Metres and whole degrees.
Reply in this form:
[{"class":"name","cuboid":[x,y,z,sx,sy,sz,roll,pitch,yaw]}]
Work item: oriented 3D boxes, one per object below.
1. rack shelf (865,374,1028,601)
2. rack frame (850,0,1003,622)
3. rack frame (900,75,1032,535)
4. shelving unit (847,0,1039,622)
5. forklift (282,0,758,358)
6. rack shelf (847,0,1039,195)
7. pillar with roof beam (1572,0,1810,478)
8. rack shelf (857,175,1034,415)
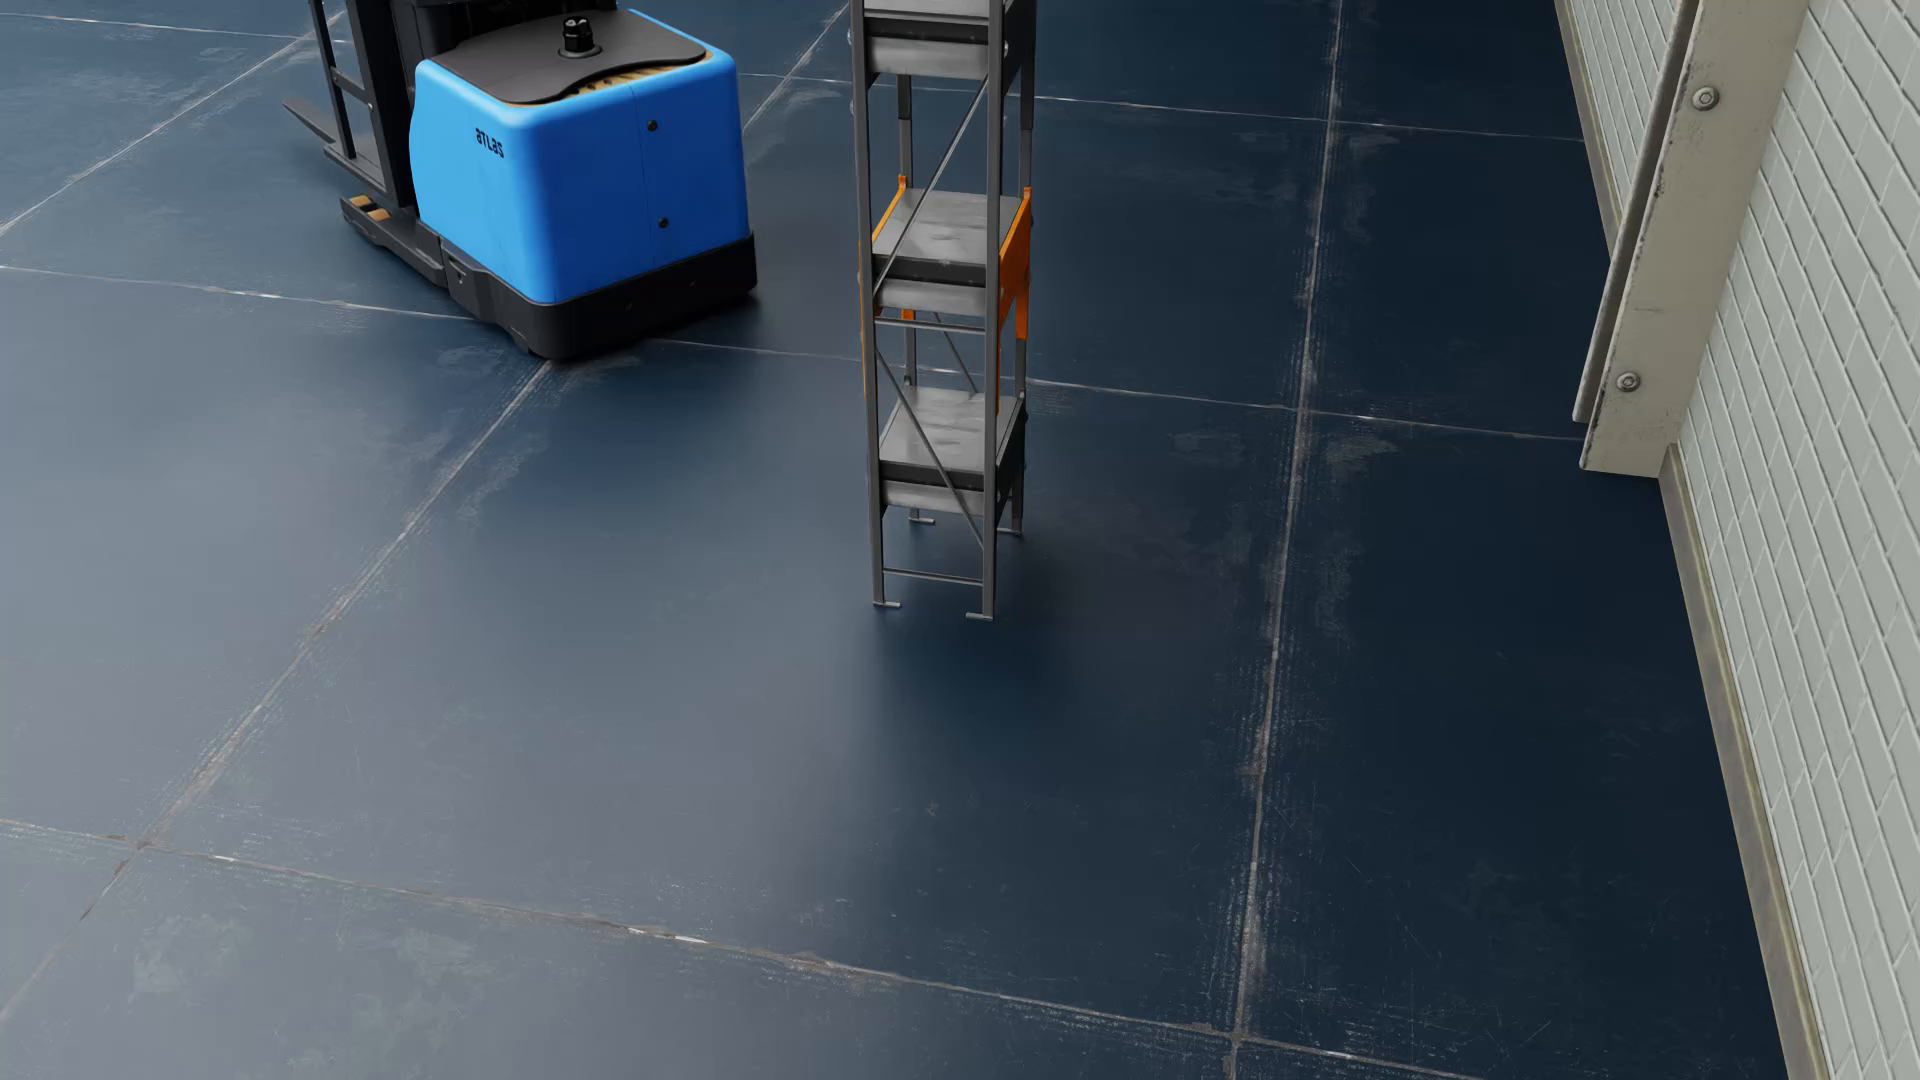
[{"class":"rack shelf","cuboid":[-0.035,-0.177,5.422,0.431,0.518,0.480,7,37,10]},{"class":"rack frame","cuboid":[-0.087,-0.615,4.810,0.400,2.100,0.015,7,37,10]},{"class":"rack frame","cuboid":[0.017,-0.895,5.196,0.400,2.100,0.015,7,37,10]},{"class":"shelving unit","cuboid":[-0.035,-0.755,5.003,0.431,2.100,0.503,7,37,10]},{"class":"forklift","cuboid":[-2.211,-2.700,6.978,1.130,2.935,3.031,-27,44,-32]},{"class":"rack shelf","cuboid":[-0.035,-1.311,4.600,0.431,0.518,0.480,7,37,10]},{"class":"pillar with roof beam","cuboid":[-1.732,-4.538,4.343,9.100,9.000,0.400,7,37,10]},{"class":"rack shelf","cuboid":[-0.035,-0.744,5.011,0.431,0.518,0.480,7,37,10]}]
